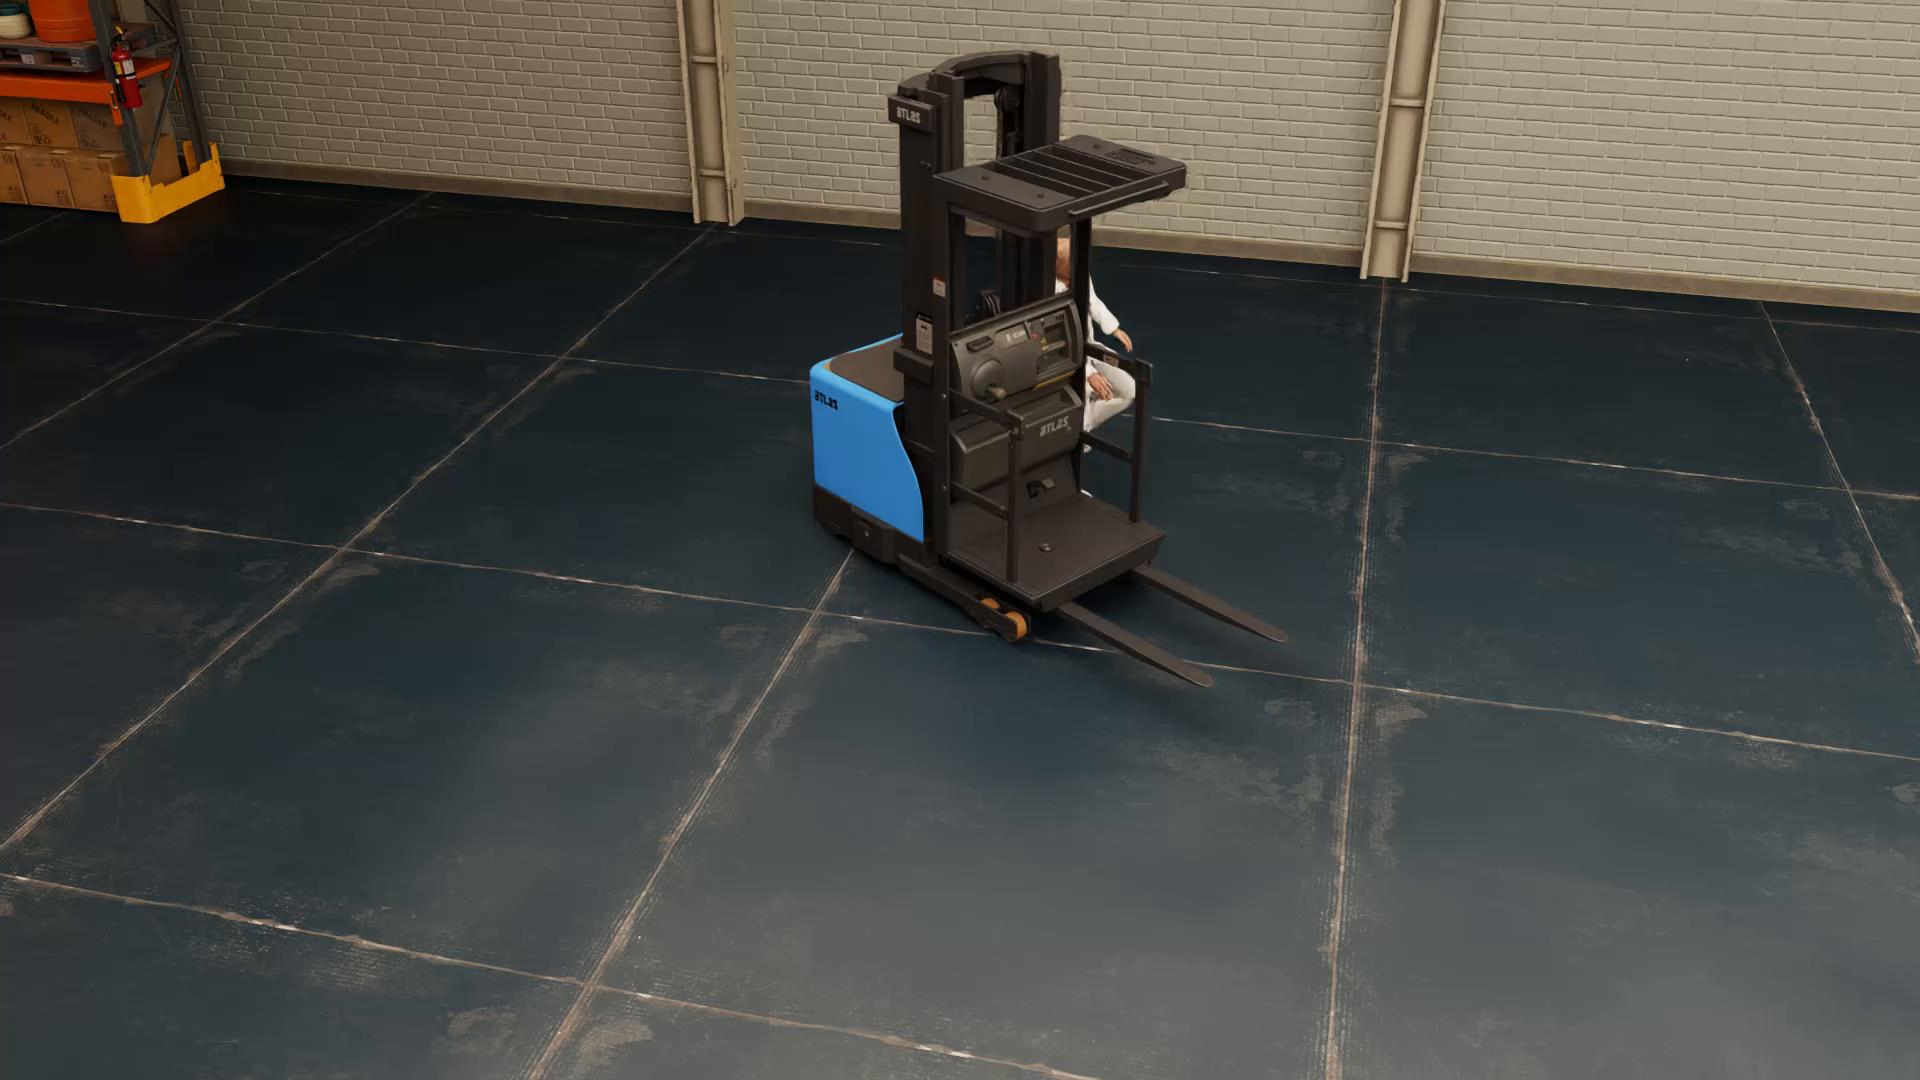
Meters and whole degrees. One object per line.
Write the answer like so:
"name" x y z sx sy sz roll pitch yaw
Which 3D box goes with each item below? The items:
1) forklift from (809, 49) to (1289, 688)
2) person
"forklift" 0.465 -0.999 8.934 1.130 2.935 3.031 -24 38 -36
"person" 0.806 -1.100 10.444 0.706 1.618 0.808 19 34 29
